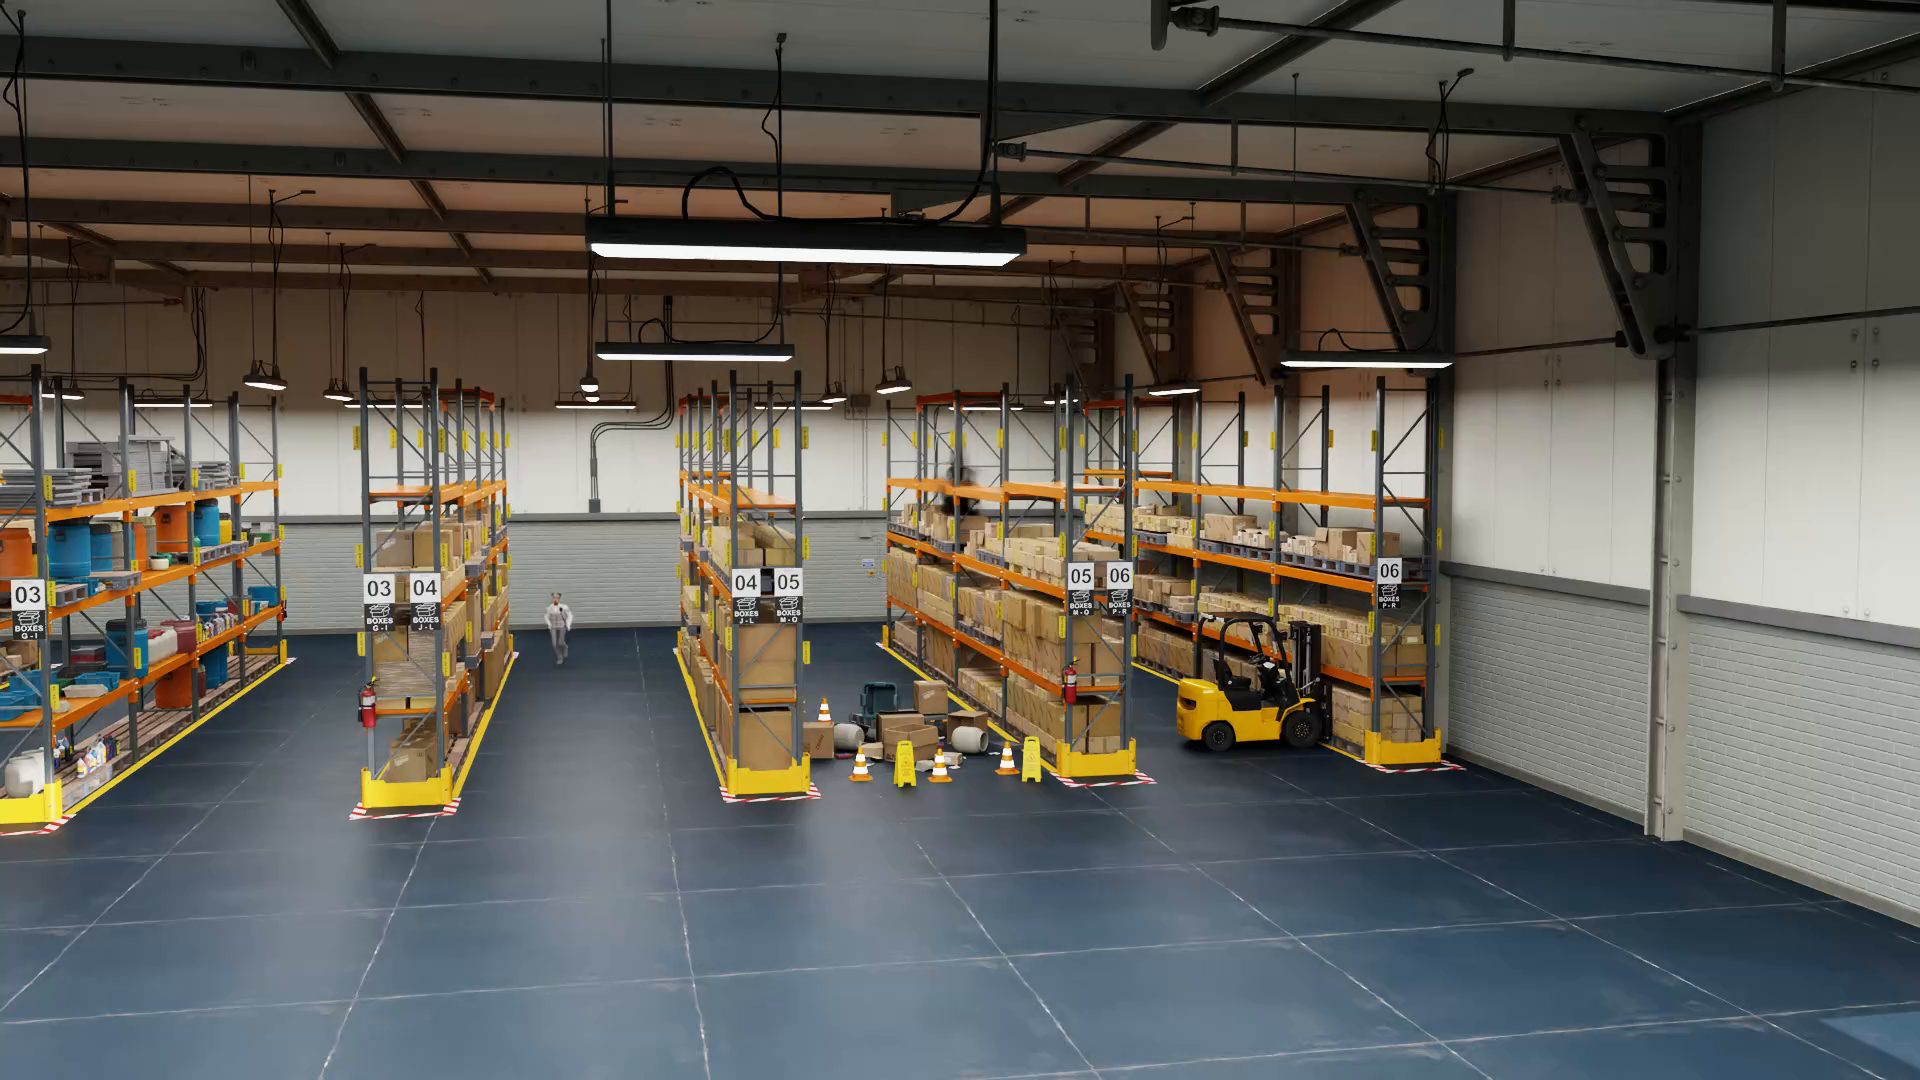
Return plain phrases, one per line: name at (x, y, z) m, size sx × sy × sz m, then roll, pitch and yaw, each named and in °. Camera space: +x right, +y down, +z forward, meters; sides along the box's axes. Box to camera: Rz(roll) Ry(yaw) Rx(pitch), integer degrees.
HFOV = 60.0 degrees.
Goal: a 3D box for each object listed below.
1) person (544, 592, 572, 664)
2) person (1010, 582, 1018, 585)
person at (-9.023, 1.970, 37.292) m, size 0.599 × 1.631 × 0.592 m, roll 0°, pitch 3°, yaw 0°
person at (1.112, 1.737, 36.240) m, size 0.611 × 1.656 × 0.509 m, roll -1°, pitch 4°, yaw -17°
